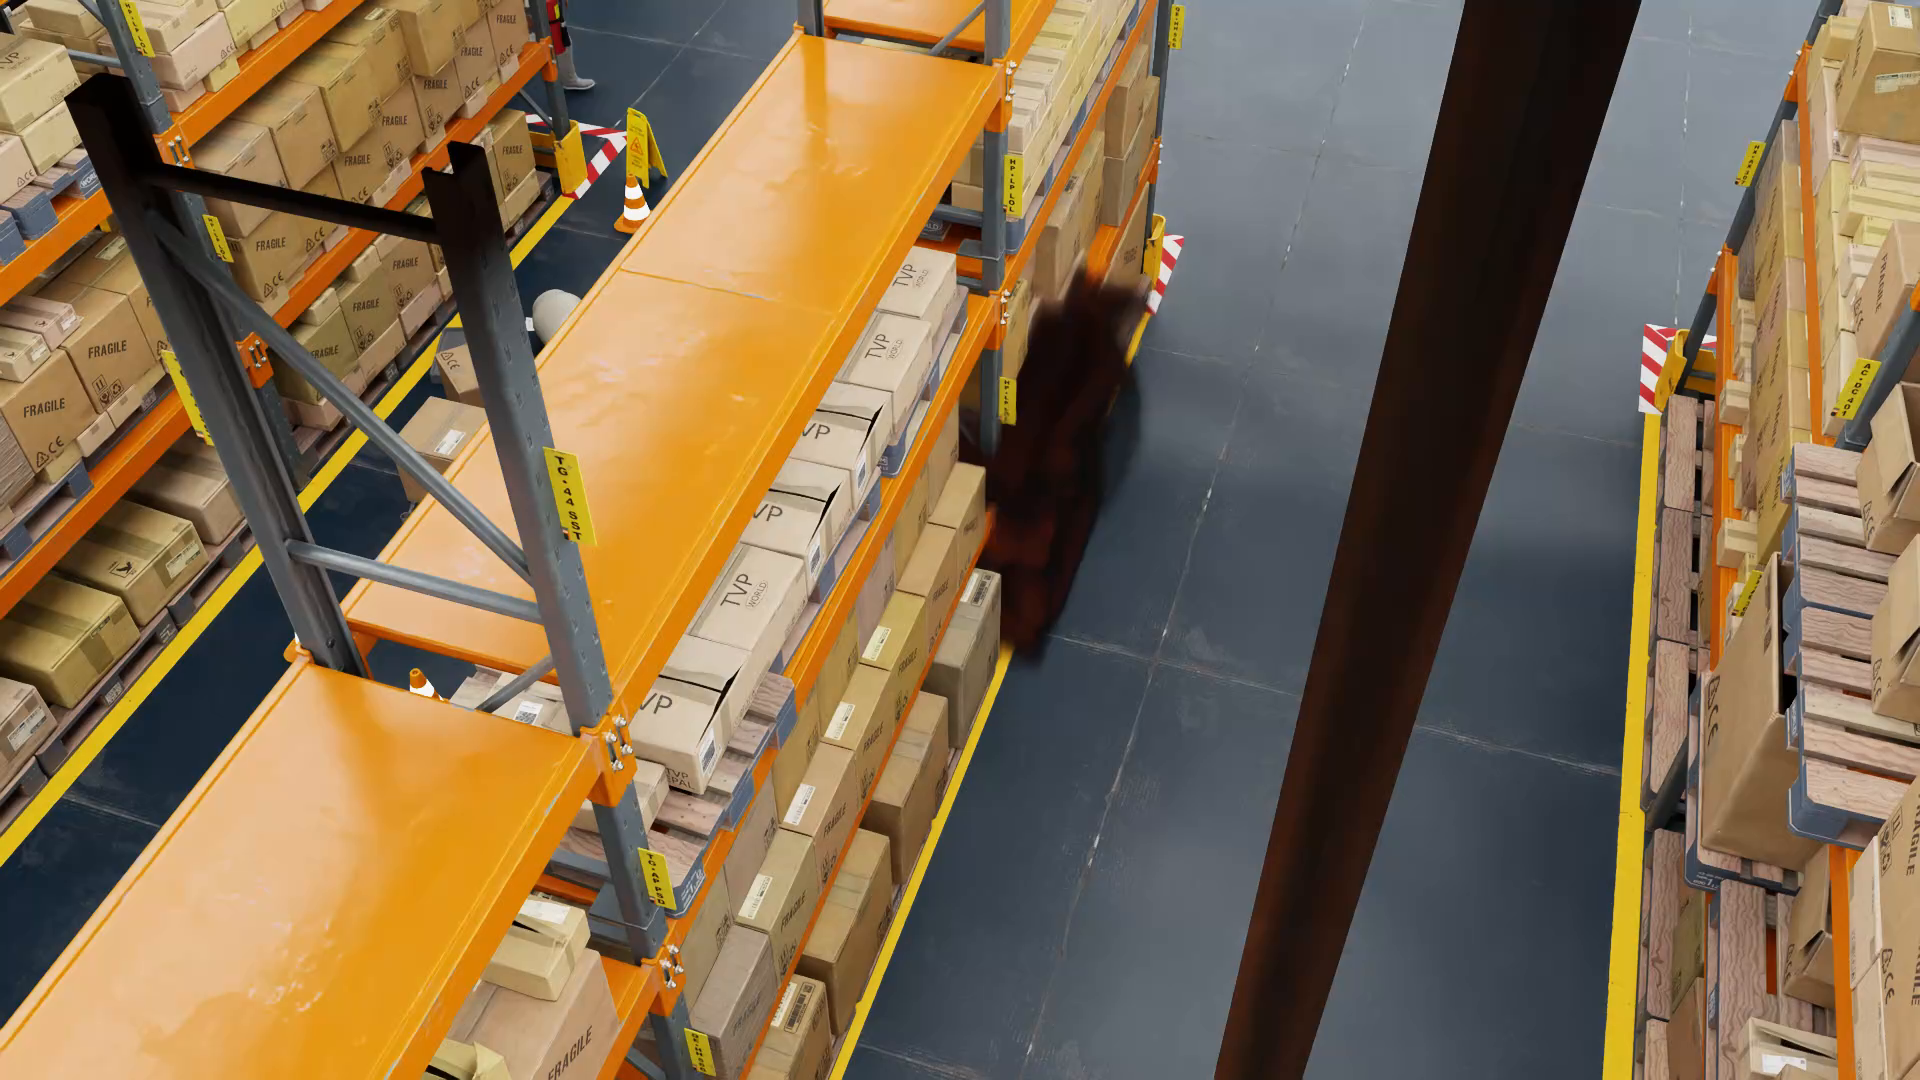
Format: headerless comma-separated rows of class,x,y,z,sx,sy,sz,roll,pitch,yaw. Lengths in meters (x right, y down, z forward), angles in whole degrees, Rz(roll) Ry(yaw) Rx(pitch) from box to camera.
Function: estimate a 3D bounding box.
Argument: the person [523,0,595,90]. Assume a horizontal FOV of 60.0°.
person,-3.708,-4.681,14.543,0.767,1.643,0.420,-9,46,-9
